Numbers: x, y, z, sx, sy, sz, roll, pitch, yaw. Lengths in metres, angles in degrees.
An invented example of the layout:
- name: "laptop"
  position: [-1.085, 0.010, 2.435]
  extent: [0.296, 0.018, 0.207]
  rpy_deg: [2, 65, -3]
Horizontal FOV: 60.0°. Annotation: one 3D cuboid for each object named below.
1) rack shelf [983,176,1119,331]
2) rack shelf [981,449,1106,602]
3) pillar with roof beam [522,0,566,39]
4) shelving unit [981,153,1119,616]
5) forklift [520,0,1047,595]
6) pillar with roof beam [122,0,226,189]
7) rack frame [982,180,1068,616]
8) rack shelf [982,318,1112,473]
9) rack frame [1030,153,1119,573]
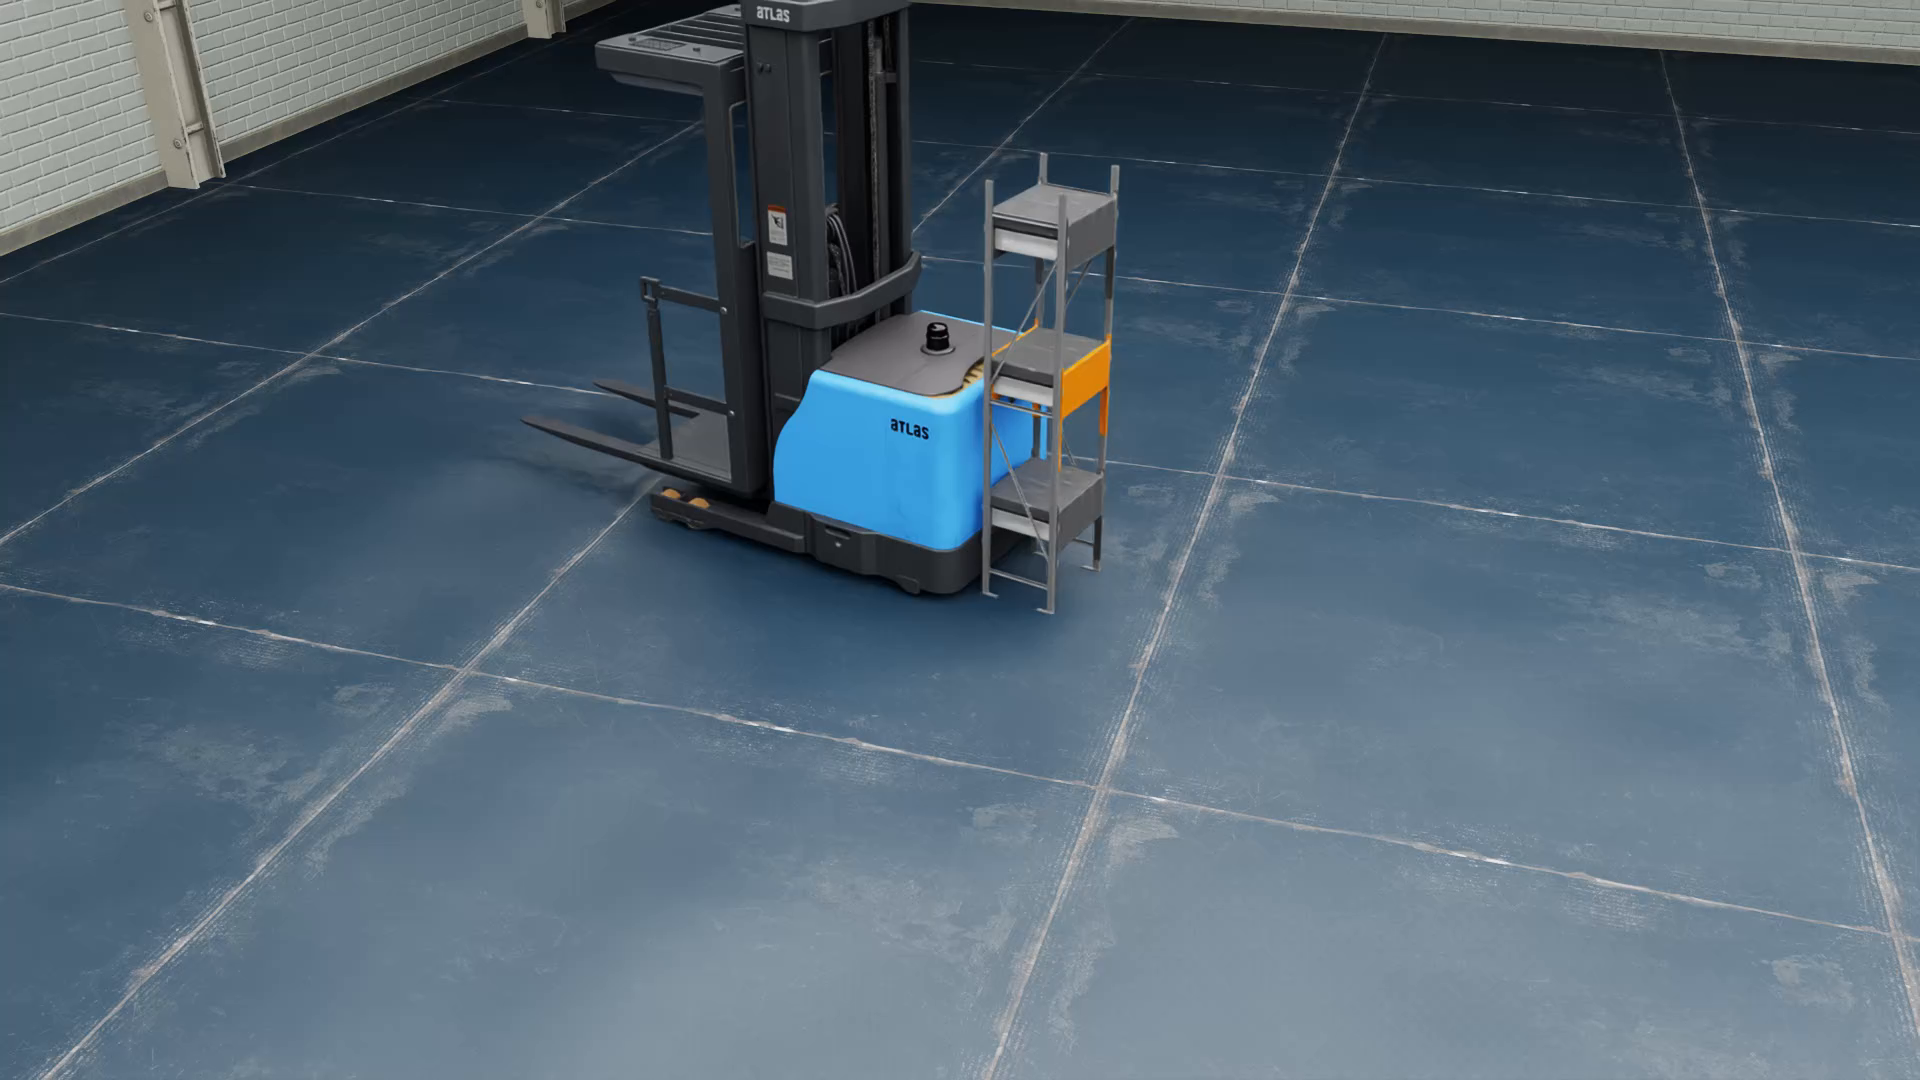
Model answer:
- name: "rack shelf"
  position: [0.412, -1.302, 7.519]
  extent: [0.431, 0.518, 0.480]
  rpy_deg: [17, 33, 27]
- name: "rack shelf"
  position: [0.412, -0.079, 8.200]
  extent: [0.431, 0.518, 0.480]
  rpy_deg: [17, 33, 27]
- name: "pillar with roof beam"
  position: [-0.691, -9.194, 16.021]
  extent: [9.100, 9.000, 0.400]
  rpy_deg: [8, 30, 15]
- name: "shelving unit"
  position: [0.412, -0.702, 7.853]
  extent: [0.431, 2.100, 0.503]
  rpy_deg: [17, 33, 27]
- name: "forklift"
  position: [-1.061, -1.536, 8.495]
  extent: [3.031, 2.935, 1.130]
  rpy_deg: [17, 33, 27]
- name: "pillar with roof beam"
  position: [-2.452, -6.406, 11.009]
  extent: [9.100, 9.000, 0.400]
  rpy_deg: [8, 30, 15]
- name: "rack frame"
  position: [0.284, -0.601, 7.671]
  extent: [0.400, 2.100, 0.015]
  rpy_deg: [17, 33, 27]
- name: "rack shelf"
  position: [0.412, -0.690, 7.859]
  extent: [0.431, 0.518, 0.480]
  rpy_deg: [17, 33, 27]
- name: "rack frame"
  position: [0.539, -0.804, 8.035]
  extent: [0.400, 2.100, 0.015]
  rpy_deg: [17, 33, 27]
